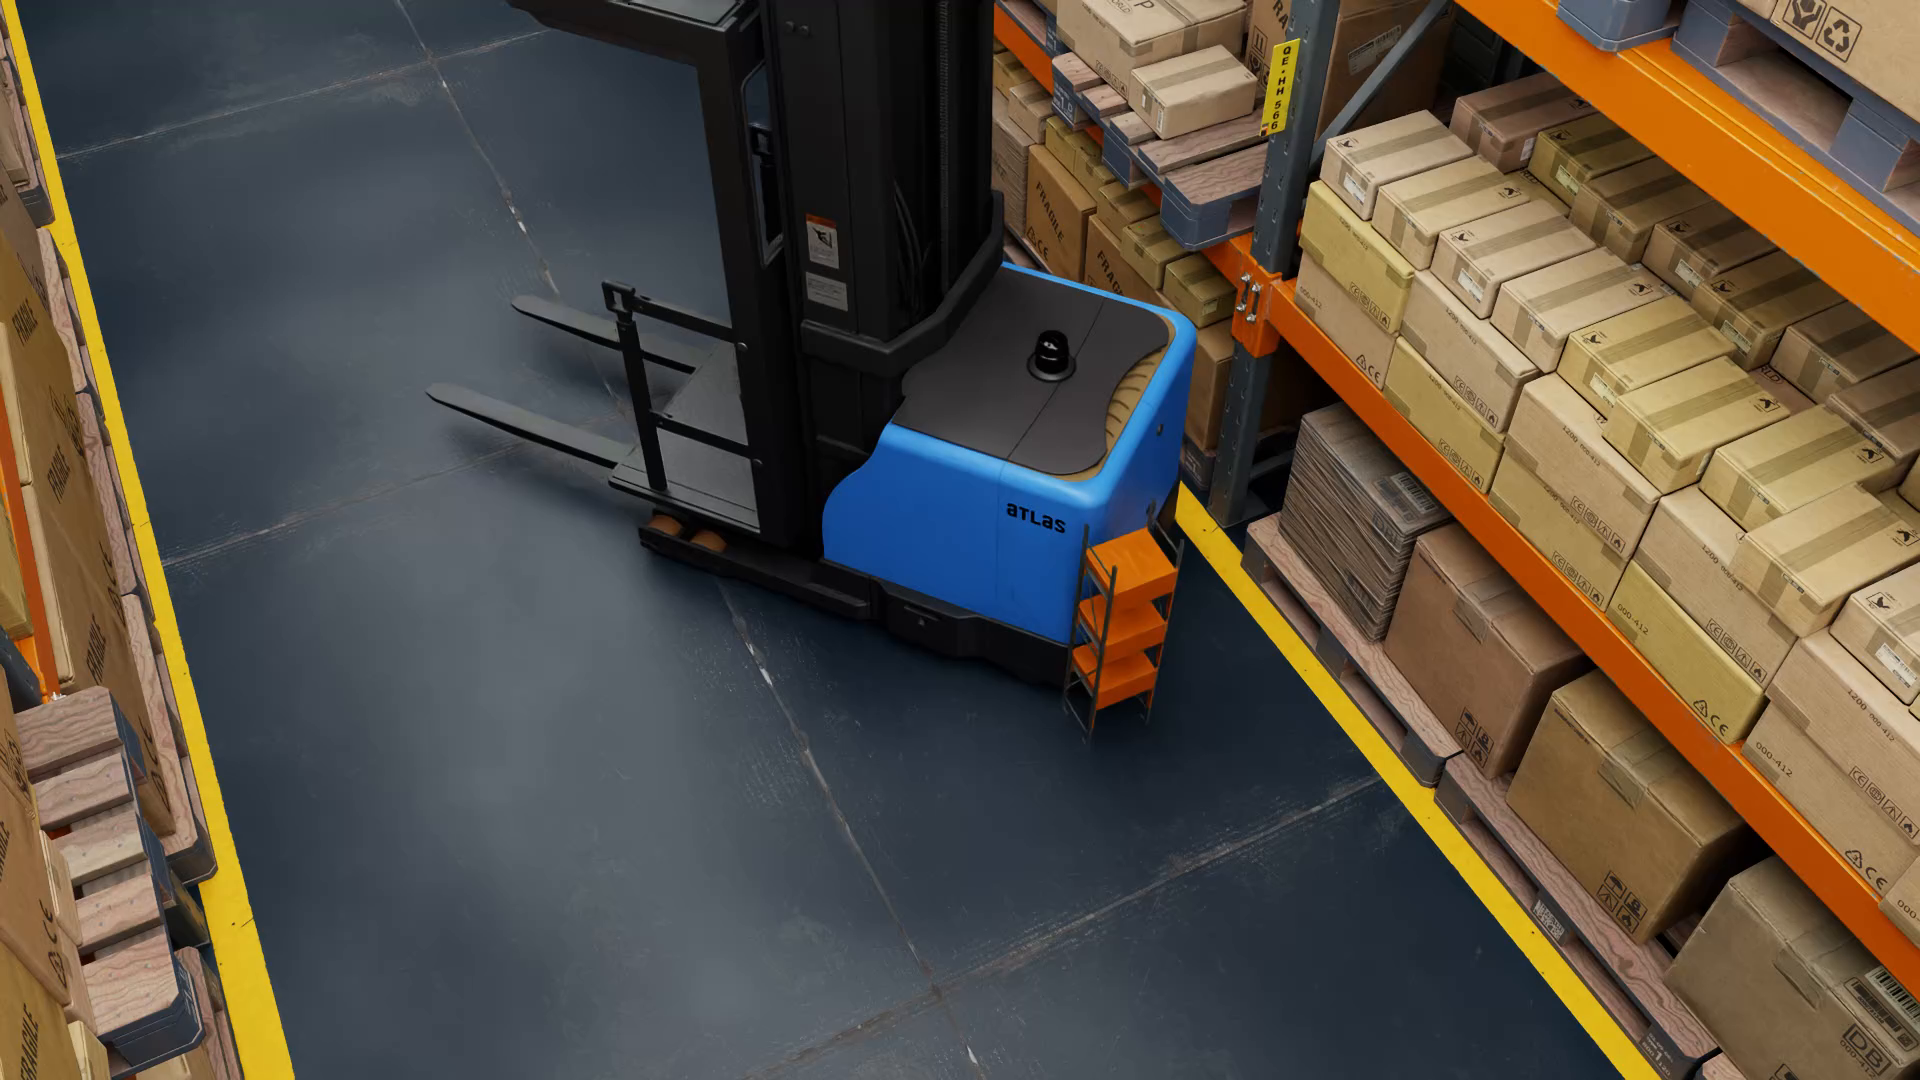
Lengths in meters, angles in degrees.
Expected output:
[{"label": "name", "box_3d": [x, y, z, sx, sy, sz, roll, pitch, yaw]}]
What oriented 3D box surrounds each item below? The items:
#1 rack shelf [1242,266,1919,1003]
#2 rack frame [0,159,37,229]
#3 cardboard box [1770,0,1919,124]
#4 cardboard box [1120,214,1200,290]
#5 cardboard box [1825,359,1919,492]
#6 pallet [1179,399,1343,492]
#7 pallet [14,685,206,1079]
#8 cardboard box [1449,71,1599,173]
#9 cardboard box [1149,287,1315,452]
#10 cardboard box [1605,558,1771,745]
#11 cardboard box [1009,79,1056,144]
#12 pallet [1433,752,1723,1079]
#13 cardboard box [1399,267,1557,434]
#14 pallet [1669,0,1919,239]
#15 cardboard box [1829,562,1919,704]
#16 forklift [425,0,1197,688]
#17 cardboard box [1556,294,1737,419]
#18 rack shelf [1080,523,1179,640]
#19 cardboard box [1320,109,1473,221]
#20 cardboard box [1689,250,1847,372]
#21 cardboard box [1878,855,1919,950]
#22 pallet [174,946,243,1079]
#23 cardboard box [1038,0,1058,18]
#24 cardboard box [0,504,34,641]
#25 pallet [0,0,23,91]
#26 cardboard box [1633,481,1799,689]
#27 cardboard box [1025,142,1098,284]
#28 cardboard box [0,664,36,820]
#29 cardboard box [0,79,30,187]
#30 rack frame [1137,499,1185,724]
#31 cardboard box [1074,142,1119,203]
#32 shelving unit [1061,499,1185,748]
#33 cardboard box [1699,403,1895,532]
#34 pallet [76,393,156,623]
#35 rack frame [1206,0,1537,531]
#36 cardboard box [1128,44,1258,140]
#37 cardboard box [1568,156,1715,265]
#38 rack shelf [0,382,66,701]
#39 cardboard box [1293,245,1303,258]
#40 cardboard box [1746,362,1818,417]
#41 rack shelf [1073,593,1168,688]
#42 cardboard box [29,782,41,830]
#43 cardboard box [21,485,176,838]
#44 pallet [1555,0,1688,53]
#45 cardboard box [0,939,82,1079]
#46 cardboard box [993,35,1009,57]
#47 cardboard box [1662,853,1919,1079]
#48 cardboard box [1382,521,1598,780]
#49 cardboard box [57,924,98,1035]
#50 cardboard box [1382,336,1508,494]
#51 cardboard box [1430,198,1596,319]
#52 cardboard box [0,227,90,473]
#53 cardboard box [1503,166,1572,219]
[{"label": "rack shelf", "box_3d": [2.387, 0.338, 4.833, 1.077, 0.370, 4.000, -21, 52, -18]}, {"label": "rack frame", "box_3d": [-4.771, -2.203, 6.576, 1.000, 3.000, 0.127, -21, 52, -18]}, {"label": "cardboard box", "box_3d": [2.052, -1.179, 3.277, 0.500, 0.500, 0.500, -20, 52, -17]}, {"label": "cardboard box", "box_3d": [0.868, -1.182, 6.634, 0.380, 0.149, 0.250, -24, 53, -19]}, {"label": "cardboard box", "box_3d": [2.520, -0.315, 4.428, 0.380, 0.149, 0.250, -20, 52, -17]}, {"label": "pallet", "box_3d": [1.164, -0.833, 7.231, 1.003, 0.211, 1.213, -21, 52, -18]}, {"label": "pallet", "box_3d": [-2.519, 0.978, 3.922, 1.213, 0.211, 1.003, -21, 52, -18]}, {"label": "cardboard box", "box_3d": [1.800, -1.336, 5.321, 0.380, 0.149, 0.250, -20, 52, -16]}, {"label": "cardboard box", "box_3d": [1.087, -0.762, 6.698, 0.500, 0.500, 0.500, -20, 52, -16]}, {"label": "cardboard box", "box_3d": [2.161, 0.221, 4.556, 0.500, 0.250, 0.500, -20, 52, -16]}, {"label": "cardboard box", "box_3d": [0.439, -1.907, 7.269, 0.380, 0.149, 0.250, -23, 53, -19]}, {"label": "pallet", "box_3d": [2.368, 1.060, 5.575, 1.003, 0.211, 1.213, -21, 52, -18]}, {"label": "cardboard box", "box_3d": [1.686, -0.636, 4.974, 0.500, 0.250, 0.500, -20, 52, -16]}, {"label": "pallet", "box_3d": [2.376, -0.992, 3.650, 1.003, 0.211, 1.213, -19, 51, -16]}, {"label": "cardboard box", "box_3d": [2.337, 0.196, 3.981, 0.380, 0.149, 0.250, -21, 52, -17]}, {"label": "forklift", "box_3d": [-0.702, -1.185, 5.731, 3.031, 2.935, 1.130, 19, 52, 16]}, {"label": "cardboard box", "box_3d": [1.892, -0.500, 4.590, 0.380, 0.149, 0.250, -21, 52, -17]}, {"label": "rack shelf", "box_3d": [0.547, 0.136, 5.456, 0.240, 0.259, 0.215, -20, 54, -17]}, {"label": "cardboard box", "box_3d": [1.356, -1.170, 5.175, 0.380, 0.149, 0.250, -20, 52, -16]}, {"label": "cardboard box", "box_3d": [2.309, -0.663, 4.733, 0.380, 0.149, 0.250, -21, 52, -18]}, {"label": "cardboard box", "box_3d": [2.604, 0.907, 3.956, 0.500, 0.250, 0.500, -21, 52, -18]}, {"label": "pallet", "box_3d": [-2.584, 1.916, 4.827, 1.003, 0.211, 1.213, -21, 52, -18]}, {"label": "cardboard box", "box_3d": [0.560, -2.439, 6.435, 0.797, 0.503, 0.637, -22, 52, -18]}, {"label": "cardboard box", "box_3d": [-2.940, 0.109, 4.654, 0.500, 0.250, 0.500, -22, 52, -18]}, {"label": "pallet", "box_3d": [-5.611, -2.638, 8.810, 1.003, 0.211, 1.213, -21, 52, -18]}, {"label": "cardboard box", "box_3d": [2.165, 0.053, 4.371, 0.500, 0.250, 0.500, -20, 52, -17]}, {"label": "cardboard box", "box_3d": [0.625, -1.450, 7.300, 0.500, 0.500, 0.500, -19, 52, -16]}, {"label": "cardboard box", "box_3d": [-2.485, 0.414, 3.745, 0.500, 0.500, 0.500, -23, 53, -19]}, {"label": "cardboard box", "box_3d": [-4.962, -1.955, 7.783, 0.875, 0.438, 0.875, -22, 52, -18]}, {"label": "rack frame", "box_3d": [0.650, 0.269, 5.704, 0.008, 1.050, 0.200, -20, 54, -17]}, {"label": "cardboard box", "box_3d": [0.706, -1.566, 6.970, 0.380, 0.149, 0.250, -20, 52, -16]}, {"label": "shelving unit", "box_3d": [0.540, 0.308, 5.668, 0.252, 1.050, 0.215, -20, 54, -17]}, {"label": "cardboard box", "box_3d": [2.161, -0.169, 4.300, 0.380, 0.149, 0.250, -21, 52, -18]}, {"label": "pallet", "box_3d": [-3.788, 0.023, 6.482, 1.003, 0.211, 1.213, -21, 52, -18]}, {"label": "rack frame", "box_3d": [1.472, -1.238, 5.733, 1.000, 3.000, 0.127, -21, 52, -18]}, {"label": "cardboard box", "box_3d": [0.830, -1.601, 5.938, 0.380, 0.149, 0.250, -20, 52, -17]}, {"label": "cardboard box", "box_3d": [2.084, -1.005, 5.032, 0.380, 0.149, 0.250, -21, 52, -18]}, {"label": "rack shelf", "box_3d": [-3.855, -0.627, 5.677, 1.077, 0.370, 4.000, -21, 52, -18]}, {"label": "cardboard box", "box_3d": [1.510, -1.223, 6.670, 0.380, 0.149, 0.250, -19, 51, -16]}, {"label": "cardboard box", "box_3d": [2.387, -0.470, 4.829, 0.500, 0.250, 0.500, -22, 52, -18]}, {"label": "rack shelf", "box_3d": [0.540, 0.315, 5.676, 0.240, 0.259, 0.215, -20, 54, -17]}, {"label": "cardboard box", "box_3d": [-2.394, 0.712, 3.915, 0.380, 0.149, 0.250, -20, 52, -17]}, {"label": "cardboard box", "box_3d": [-3.182, 0.545, 5.306, 0.875, 0.875, 0.875, -22, 52, -18]}, {"label": "pallet", "box_3d": [1.862, -1.740, 4.304, 1.213, 0.211, 1.003, -19, 51, -16]}, {"label": "cardboard box", "box_3d": [-2.007, 1.093, 3.151, 0.500, 0.500, 0.500, -24, 53, -20]}, {"label": "cardboard box", "box_3d": [0.222, -2.260, 7.577, 0.380, 0.149, 0.250, -19, 52, -16]}, {"label": "cardboard box", "box_3d": [2.705, 1.215, 4.885, 0.875, 0.625, 0.625, -22, 52, -18]}, {"label": "cardboard box", "box_3d": [2.051, 0.262, 5.719, 0.875, 0.625, 0.625, -20, 52, -16]}, {"label": "cardboard box", "box_3d": [-2.131, 1.036, 3.632, 0.380, 0.149, 0.250, -23, 53, -19]}, {"label": "cardboard box", "box_3d": [1.683, -0.469, 5.160, 0.500, 0.250, 0.500, -22, 52, -18]}, {"label": "cardboard box", "box_3d": [1.619, -0.828, 4.877, 0.380, 0.149, 0.250, -20, 52, -17]}, {"label": "cardboard box", "box_3d": [-3.995, -0.652, 6.353, 0.875, 0.875, 0.875, -20, 52, -16]}, {"label": "cardboard box", "box_3d": [1.924, -1.148, 5.422, 0.500, 0.250, 0.500, -20, 52, -17]}]
